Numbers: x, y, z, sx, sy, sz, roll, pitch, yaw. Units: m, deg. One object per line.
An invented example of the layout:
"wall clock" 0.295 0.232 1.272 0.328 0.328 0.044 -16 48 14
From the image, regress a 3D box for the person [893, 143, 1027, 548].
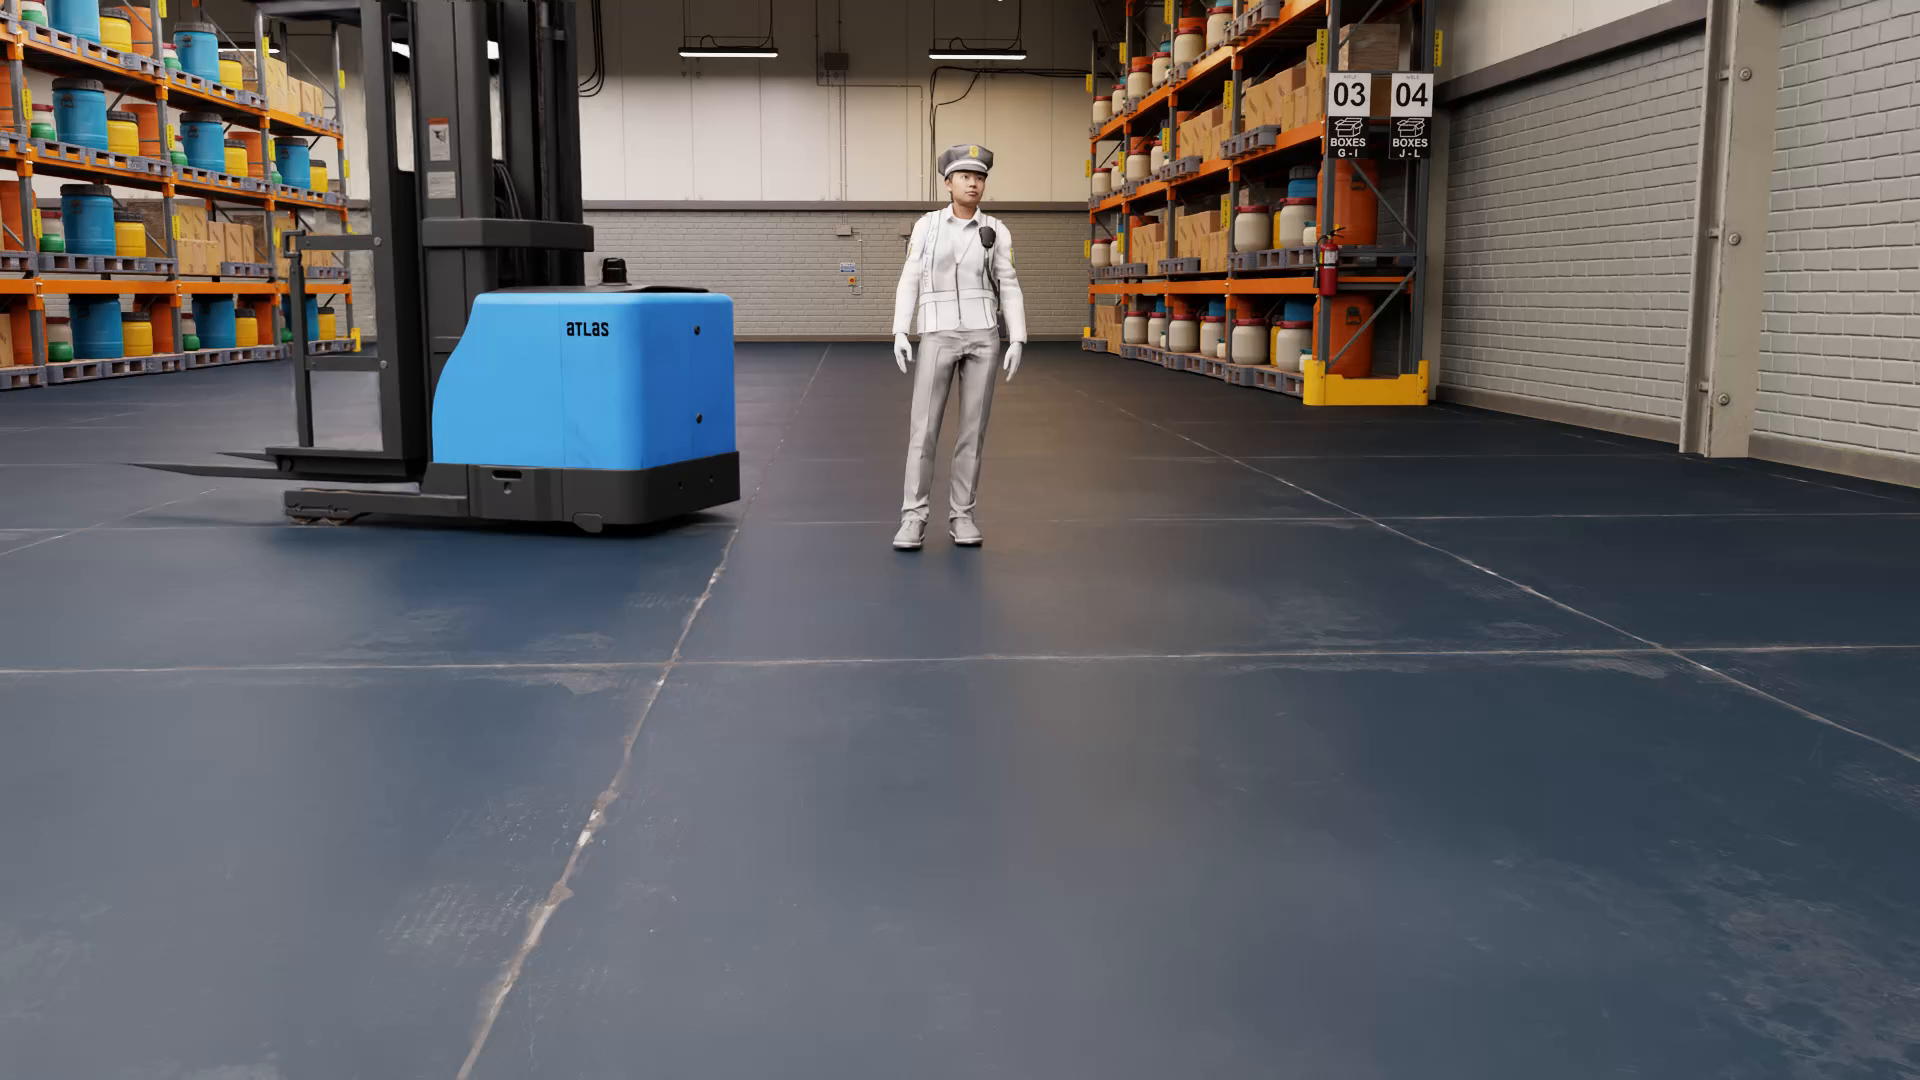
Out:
"person" -0.002 -0.836 7.118 0.588 1.696 0.533 -1 8 -4

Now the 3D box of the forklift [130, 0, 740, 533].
"forklift" -2.653 -1.587 8.017 3.031 2.935 1.130 3 9 19
